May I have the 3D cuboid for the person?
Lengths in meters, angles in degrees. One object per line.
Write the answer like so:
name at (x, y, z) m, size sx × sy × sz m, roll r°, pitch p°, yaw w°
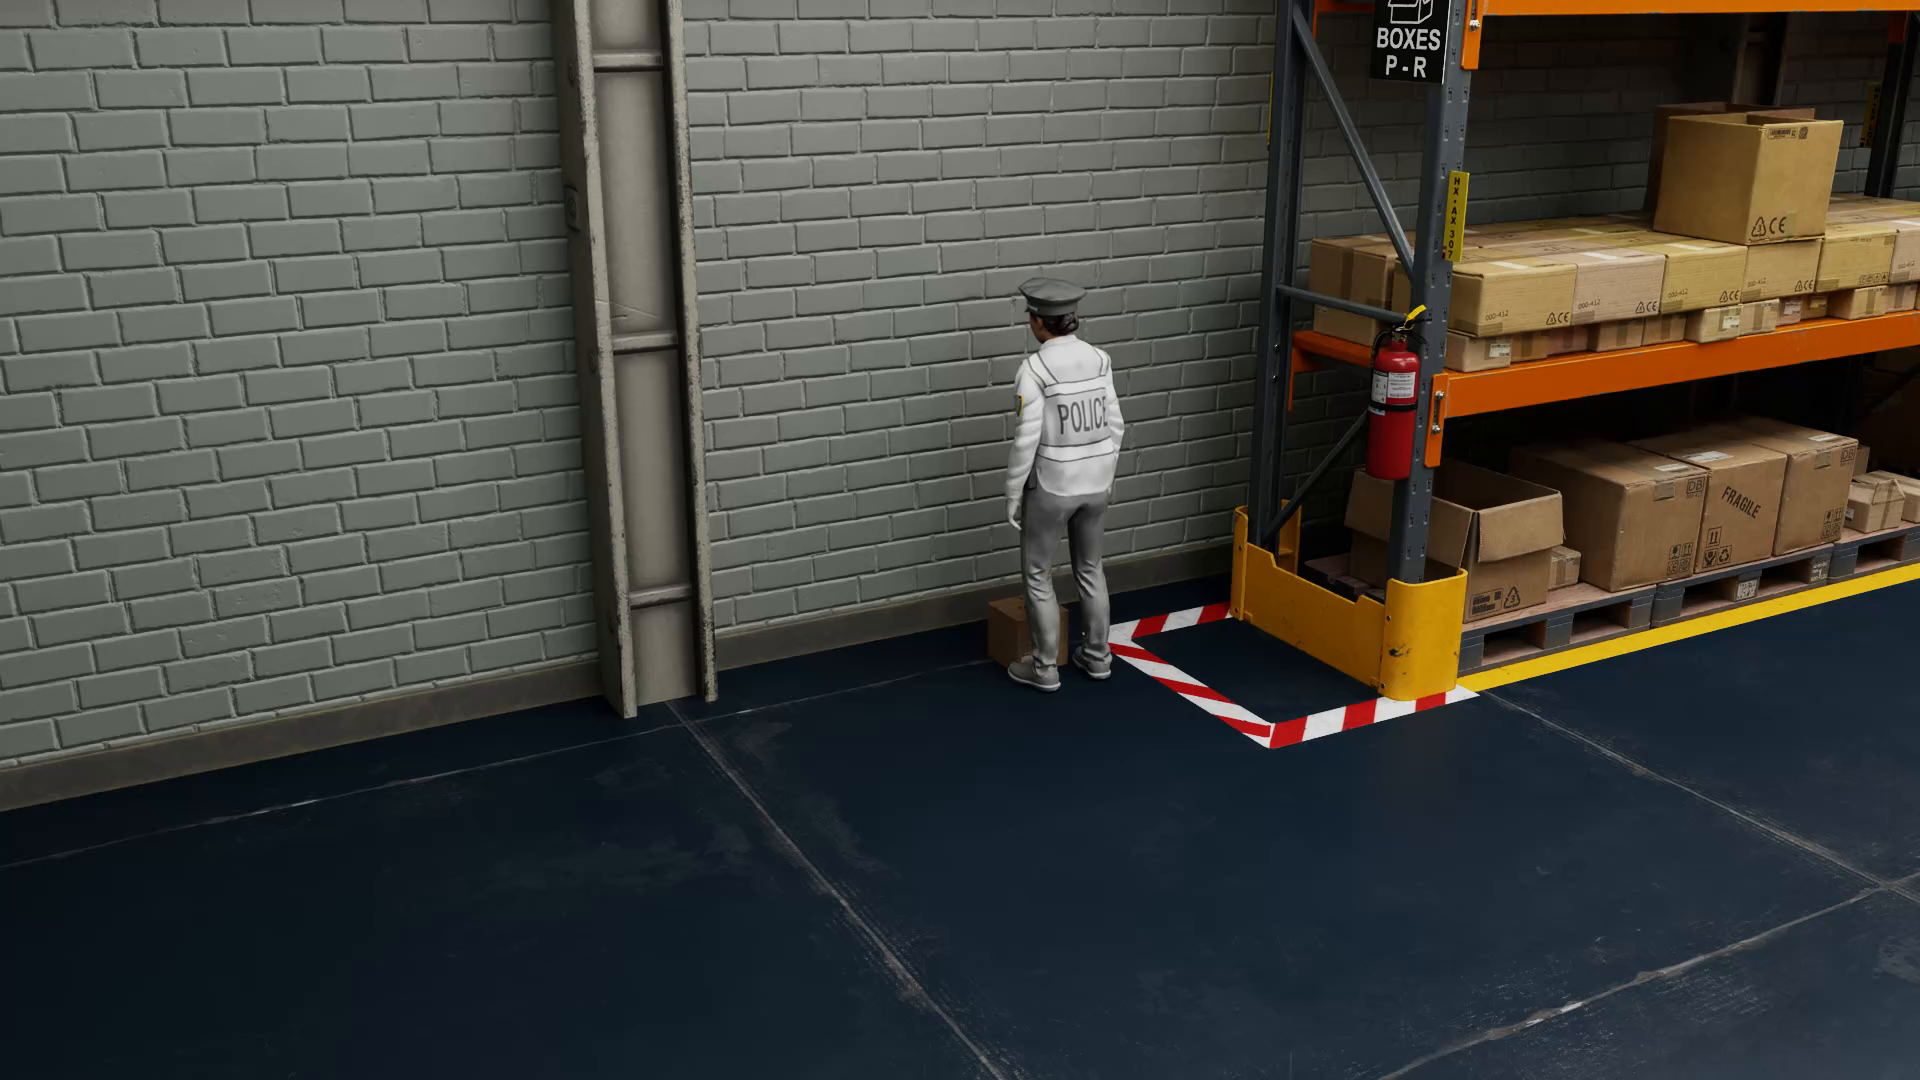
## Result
person at (0.409, -0.203, 6.661) m, size 0.540 × 1.662 × 0.374 m, roll -11°, pitch 22°, yaw -30°
